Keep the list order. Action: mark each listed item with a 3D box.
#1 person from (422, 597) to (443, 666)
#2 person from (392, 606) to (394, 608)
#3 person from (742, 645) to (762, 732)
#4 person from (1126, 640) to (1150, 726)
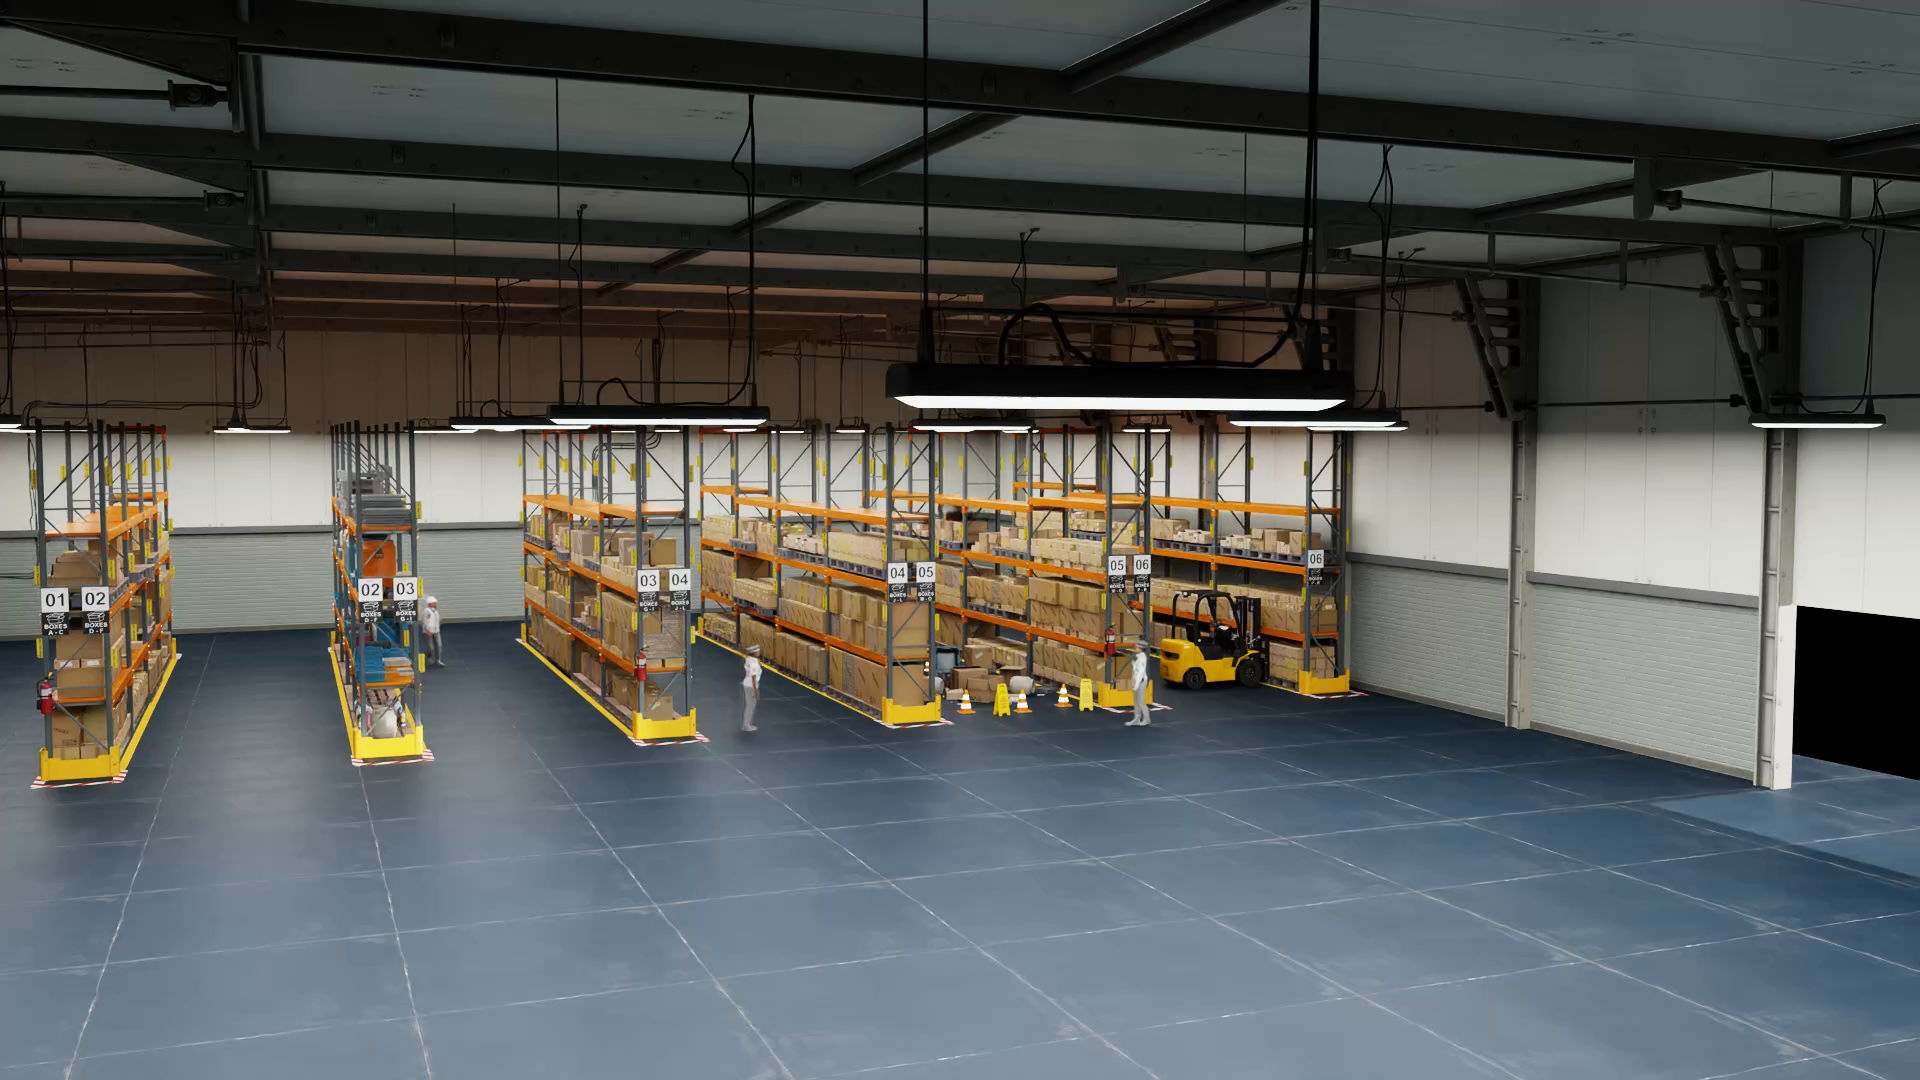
[{"bbox_3d":[-13.187,2.257,41.312,0.676,1.715,0.540,4,5,45],"label":"person"},{"bbox_3d":[-15.564,2.036,45.790,0.551,1.634,0.513,1,4,18],"label":"person"},{"bbox_3d":[-4.043,2.871,32.292,0.383,1.679,0.584,-1,4,-12],"label":"person"},{"bbox_3d":[3.536,2.828,32.884,0.438,1.697,0.574,-1,4,-15],"label":"person"}]
